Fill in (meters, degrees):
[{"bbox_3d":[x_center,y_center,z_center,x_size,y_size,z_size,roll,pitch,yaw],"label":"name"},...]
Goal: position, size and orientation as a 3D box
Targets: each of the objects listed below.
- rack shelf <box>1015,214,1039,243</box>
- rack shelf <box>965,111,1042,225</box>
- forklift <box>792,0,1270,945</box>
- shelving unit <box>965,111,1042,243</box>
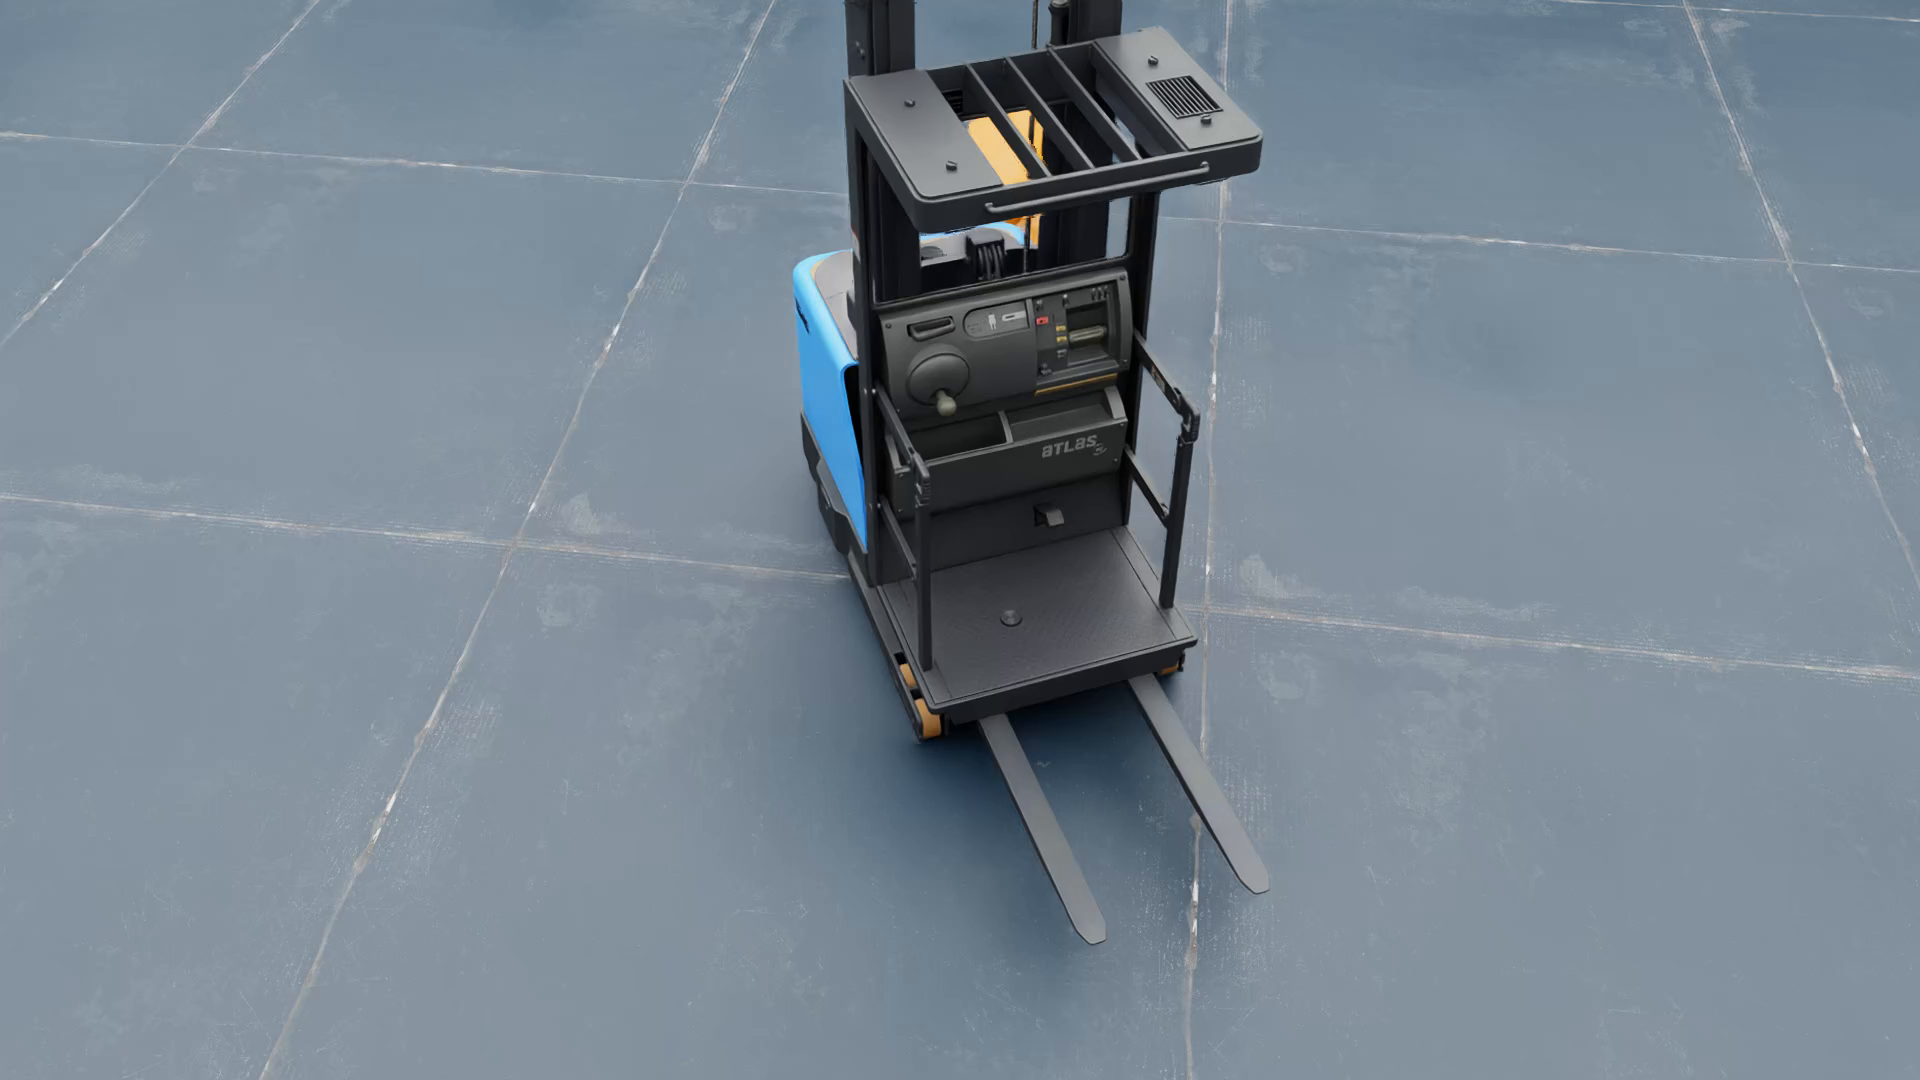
[{"bbox_3d":[0.155,-1.290,8.172,0.538,0.278,1.000,19,47,19],"label":"rack shelf"},{"bbox_3d":[0.155,-1.680,7.802,0.538,0.278,1.000,19,47,19],"label":"rack shelf"},{"bbox_3d":[0.248,-0.614,5.789,1.130,2.935,3.031,-14,45,-14],"label":"forklift"},{"bbox_3d":[0.155,-1.467,8.003,0.538,1.125,1.048,19,47,19],"label":"shelving unit"}]
